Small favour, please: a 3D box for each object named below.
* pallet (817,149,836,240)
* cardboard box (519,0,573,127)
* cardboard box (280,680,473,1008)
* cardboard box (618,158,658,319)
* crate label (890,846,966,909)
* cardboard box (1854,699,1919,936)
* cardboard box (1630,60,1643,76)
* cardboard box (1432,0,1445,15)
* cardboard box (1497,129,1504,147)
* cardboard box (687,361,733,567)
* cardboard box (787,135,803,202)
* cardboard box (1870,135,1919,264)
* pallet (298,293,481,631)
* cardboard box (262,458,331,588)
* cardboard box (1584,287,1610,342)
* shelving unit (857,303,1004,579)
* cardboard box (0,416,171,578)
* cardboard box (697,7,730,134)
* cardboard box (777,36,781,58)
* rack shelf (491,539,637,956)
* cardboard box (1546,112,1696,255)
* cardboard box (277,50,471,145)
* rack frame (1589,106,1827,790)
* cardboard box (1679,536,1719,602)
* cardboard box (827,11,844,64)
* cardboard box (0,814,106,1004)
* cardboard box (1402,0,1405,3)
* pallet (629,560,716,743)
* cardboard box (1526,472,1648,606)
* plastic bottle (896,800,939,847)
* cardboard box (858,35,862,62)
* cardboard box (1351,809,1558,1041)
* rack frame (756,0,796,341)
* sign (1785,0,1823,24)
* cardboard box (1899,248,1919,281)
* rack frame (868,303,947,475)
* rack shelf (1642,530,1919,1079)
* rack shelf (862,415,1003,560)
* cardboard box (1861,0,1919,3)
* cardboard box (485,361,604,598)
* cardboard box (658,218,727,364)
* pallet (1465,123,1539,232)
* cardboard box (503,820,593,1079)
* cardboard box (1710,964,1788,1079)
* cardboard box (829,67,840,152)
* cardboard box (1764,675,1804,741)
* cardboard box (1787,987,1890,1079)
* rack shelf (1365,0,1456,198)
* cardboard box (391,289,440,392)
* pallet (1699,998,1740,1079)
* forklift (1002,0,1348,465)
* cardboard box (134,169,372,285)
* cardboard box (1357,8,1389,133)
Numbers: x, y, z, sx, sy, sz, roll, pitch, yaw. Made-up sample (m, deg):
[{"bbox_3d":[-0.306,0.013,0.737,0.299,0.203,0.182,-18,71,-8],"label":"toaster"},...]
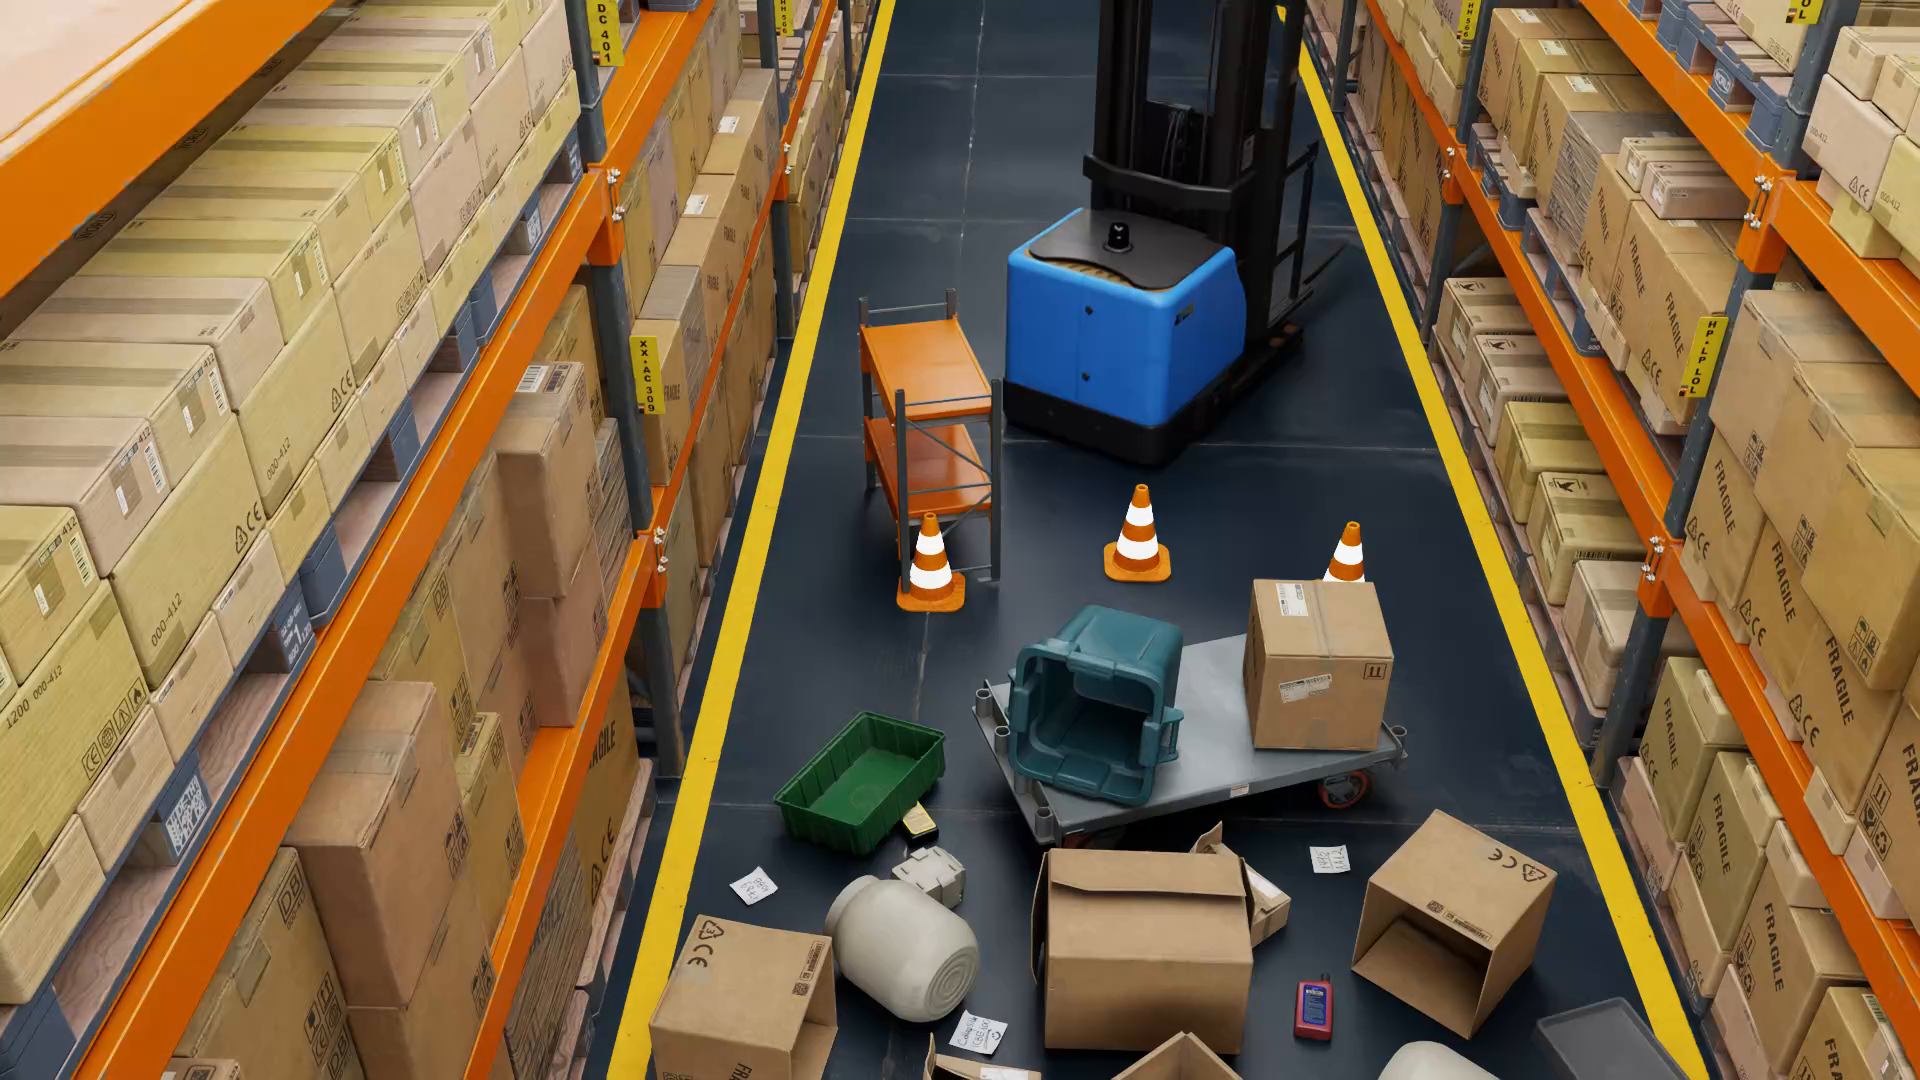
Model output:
[{"bbox_3d":[-1.461,-2.537,12.122,1.003,0.211,1.213,1,35,2],"label":"pallet"},{"bbox_3d":[-1.469,-1.443,4.951,0.500,0.250,0.500,1,35,1],"label":"cardboard box"},{"bbox_3d":[-1.725,0.714,4.001,0.875,0.550,0.550,1,35,2],"label":"cardboard box"},{"bbox_3d":[-1.673,-1.263,6.927,0.700,0.500,0.500,1,35,1],"label":"cardboard box"},{"bbox_3d":[-0.132,1.361,6.640,0.298,0.136,0.250,-24,42,-30],"label":"crate label"},{"bbox_3d":[2.917,0.776,4.637,0.500,0.500,0.500,2,35,2],"label":"cardboard box"},{"bbox_3d":[3.654,-2.243,8.568,0.500,0.500,0.500,1,35,1],"label":"cardboard box"},{"bbox_3d":[3.176,-3.521,10.141,0.500,0.500,0.500,2,35,3],"label":"cardboard box"},{"bbox_3d":[3.161,-2.198,9.068,0.380,0.149,0.250,-1,35,-1],"label":"cardboard box"},{"bbox_3d":[-1.729,-0.396,8.242,1.050,0.750,0.750,1,35,2],"label":"cardboard box"},{"bbox_3d":[-1.276,-2.376,10.625,0.500,0.250,0.500,0,35,0],"label":"cardboard box"},{"bbox_3d":[2.941,-0.920,4.659,0.500,0.250,0.500,1,35,1],"label":"cardboard box"},{"bbox_3d":[-1.801,-0.254,3.916,1.003,0.211,1.213,1,35,2],"label":"pallet"},{"bbox_3d":[-1.493,-0.040,3.302,0.380,0.149,0.250,1,35,2],"label":"cardboard box"},{"bbox_3d":[2.998,-0.993,7.353,0.380,0.149,0.250,2,35,2],"label":"cardboard box"},{"bbox_3d":[-0.158,-0.519,8.426,0.538,0.981,1.030,-7,34,-10],"label":"shelving unit"},{"bbox_3d":[-1.514,-0.072,2.654,0.380,0.149,0.250,1,35,1],"label":"cardboard box"},{"bbox_3d":[-1.592,-2.431,8.590,0.700,0.500,0.500,1,35,1],"label":"cardboard box"},{"bbox_3d":[-1.315,-3.005,10.216,0.380,0.149,0.250,3,35,4],"label":"cardboard box"},{"bbox_3d":[-1.787,1.103,4.912,0.919,0.052,3.809,1,35,2],"label":"rack shelf"},{"bbox_3d":[3.099,-1.663,7.742,0.500,0.500,0.500,0,35,0],"label":"cardboard box"},{"bbox_3d":[-1.442,-1.095,4.110,0.380,0.149,0.250,1,35,2],"label":"cardboard box"},{"bbox_3d":[3.244,-0.175,6.336,1.000,3.000,0.127,1,35,2],"label":"rack frame"},{"bbox_3d":[2.911,0.101,6.162,0.380,0.149,0.250,1,35,2],"label":"cardboard box"},{"bbox_3d":[-1.162,-3.850,12.722,0.500,0.250,0.500,0,35,1],"label":"cardboard box"},{"bbox_3d":[-1.533,0.540,2.476,0.380,0.149,0.250,2,35,2],"label":"cardboard box"},{"bbox_3d":[3.208,-3.788,11.173,0.500,0.250,0.500,0,35,0],"label":"cardboard box"},{"bbox_3d":[-1.751,0.464,7.852,1.003,0.211,1.213,1,35,2],"label":"pallet"},{"bbox_3d":[3.644,-2.724,10.260,0.950,2.239,7.527,3,35,5],"label":"cardboard box"},{"bbox_3d":[-0.209,1.164,6.986,0.133,0.061,0.283,-17,38,-22],"label":"plastic bottle"},{"bbox_3d":[-1.039,-4.188,14.160,0.380,0.149,0.250,2,35,3],"label":"cardboard box"},{"bbox_3d":[1.841,1.431,6.223,0.500,0.500,0.500,28,44,33],"label":"cardboard box"},{"bbox_3d":[-1.546,-2.530,9.686,1.000,3.000,0.127,1,35,2],"label":"rack frame"},{"bbox_3d":[2.689,-1.786,5.227,0.100,0.325,0.005,1,35,2],"label":"sign"},{"bbox_3d":[3.020,-0.832,4.881,0.380,0.149,0.250,1,35,2],"label":"cardboard box"},{"bbox_3d":[-0.265,-0.791,8.842,0.475,0.981,0.013,-7,34,-10],"label":"rack frame"},{"bbox_3d":[3.164,1.268,4.908,1.077,0.370,4.000,1,35,2],"label":"rack shelf"},{"bbox_3d":[-0.156,-0.314,8.560,0.538,0.278,1.000,-7,34,-10],"label":"rack shelf"},{"bbox_3d":[3.140,-2.053,5.731,0.500,0.250,0.500,2,35,3],"label":"cardboard box"},{"bbox_3d":[-1.661,-0.205,5.309,0.875,0.550,0.550,1,35,2],"label":"cardboard box"},{"bbox_3d":[-1.374,-1.146,7.630,0.500,0.500,0.500,1,35,2],"label":"cardboard box"},{"bbox_3d":[3.482,-1.983,9.075,1.213,0.211,1.003,1,35,2],"label":"pallet"},{"bbox_3d":[-1.834,1.344,5.658,0.875,0.875,0.875,2,35,2],"label":"cardboard box"},{"bbox_3d":[2.922,1.722,5.662,0.500,0.250,0.500,1,35,1],"label":"cardboard box"},{"bbox_3d":[-1.184,-3.251,12.522,0.500,0.500,0.500,1,35,1],"label":"cardboard box"},{"bbox_3d":[2.927,0.542,5.534,0.380,0.149,0.250,2,35,3],"label":"cardboard box"},{"bbox_3d":[2.900,1.713,5.023,0.500,0.500,0.500,1,35,1],"label":"cardboard box"},{"bbox_3d":[3.485,-3.328,11.448,1.077,0.370,4.000,1,35,2],"label":"rack shelf"},{"bbox_3d":[-1.462,-0.475,3.921,0.380,0.149,0.250,1,35,2],"label":"cardboard box"},{"bbox_3d":[3.206,2.055,5.588,1.003,0.211,1.213,1,35,2],"label":"pallet"},{"bbox_3d":[1.484,-2.385,9.617,1.129,2.843,3.031,21,40,27],"label":"forklift"},{"bbox_3d":[-1.473,-0.659,3.488,0.380,0.149,0.250,2,35,3],"label":"cardboard box"},{"bbox_3d":[3.620,-3.716,12.857,0.875,0.875,0.875,2,35,3],"label":"cardboard box"}]
